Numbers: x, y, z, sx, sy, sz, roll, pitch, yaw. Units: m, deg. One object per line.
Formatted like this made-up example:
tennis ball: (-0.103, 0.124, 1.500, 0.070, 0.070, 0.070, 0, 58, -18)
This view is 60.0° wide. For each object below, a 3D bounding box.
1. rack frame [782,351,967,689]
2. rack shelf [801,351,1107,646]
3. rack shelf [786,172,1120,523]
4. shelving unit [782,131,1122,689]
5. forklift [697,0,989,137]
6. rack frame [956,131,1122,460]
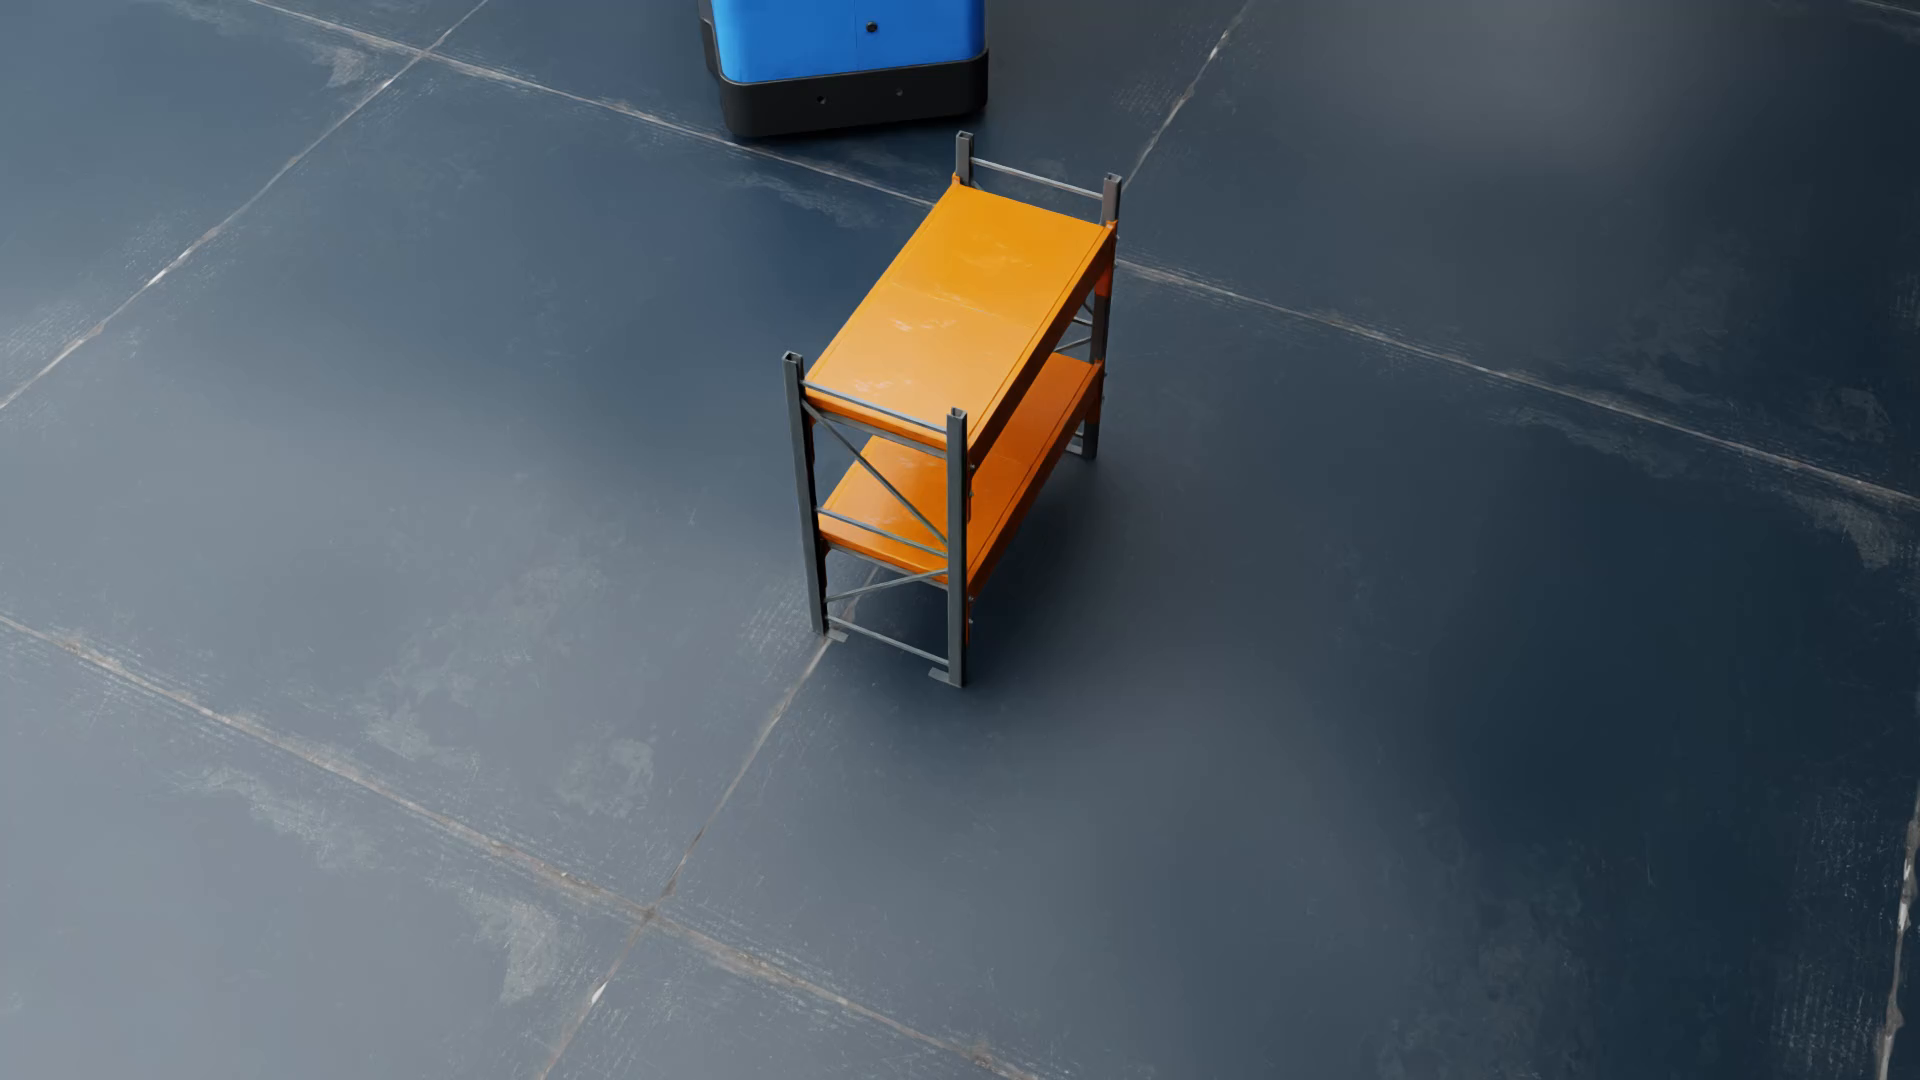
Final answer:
rack frame: (-0.214, -0.019, 4.528, 0.500, 1.125, 0.032, 20, 52, 16)
rack shelf: (0.003, -0.211, 5.012, 0.538, 0.278, 1.000, 20, 52, 16)
rack shelf: (0.003, -0.559, 4.603, 0.538, 0.278, 1.000, 20, 52, 16)
shelving unit: (0.003, -0.369, 4.826, 0.538, 1.125, 1.048, 20, 52, 16)
forklift: (-0.664, -3.668, 6.447, 1.130, 2.935, 3.031, -8, 50, -7)
rack frame: (0.220, -0.719, 5.123, 0.500, 1.125, 0.032, 20, 52, 16)
